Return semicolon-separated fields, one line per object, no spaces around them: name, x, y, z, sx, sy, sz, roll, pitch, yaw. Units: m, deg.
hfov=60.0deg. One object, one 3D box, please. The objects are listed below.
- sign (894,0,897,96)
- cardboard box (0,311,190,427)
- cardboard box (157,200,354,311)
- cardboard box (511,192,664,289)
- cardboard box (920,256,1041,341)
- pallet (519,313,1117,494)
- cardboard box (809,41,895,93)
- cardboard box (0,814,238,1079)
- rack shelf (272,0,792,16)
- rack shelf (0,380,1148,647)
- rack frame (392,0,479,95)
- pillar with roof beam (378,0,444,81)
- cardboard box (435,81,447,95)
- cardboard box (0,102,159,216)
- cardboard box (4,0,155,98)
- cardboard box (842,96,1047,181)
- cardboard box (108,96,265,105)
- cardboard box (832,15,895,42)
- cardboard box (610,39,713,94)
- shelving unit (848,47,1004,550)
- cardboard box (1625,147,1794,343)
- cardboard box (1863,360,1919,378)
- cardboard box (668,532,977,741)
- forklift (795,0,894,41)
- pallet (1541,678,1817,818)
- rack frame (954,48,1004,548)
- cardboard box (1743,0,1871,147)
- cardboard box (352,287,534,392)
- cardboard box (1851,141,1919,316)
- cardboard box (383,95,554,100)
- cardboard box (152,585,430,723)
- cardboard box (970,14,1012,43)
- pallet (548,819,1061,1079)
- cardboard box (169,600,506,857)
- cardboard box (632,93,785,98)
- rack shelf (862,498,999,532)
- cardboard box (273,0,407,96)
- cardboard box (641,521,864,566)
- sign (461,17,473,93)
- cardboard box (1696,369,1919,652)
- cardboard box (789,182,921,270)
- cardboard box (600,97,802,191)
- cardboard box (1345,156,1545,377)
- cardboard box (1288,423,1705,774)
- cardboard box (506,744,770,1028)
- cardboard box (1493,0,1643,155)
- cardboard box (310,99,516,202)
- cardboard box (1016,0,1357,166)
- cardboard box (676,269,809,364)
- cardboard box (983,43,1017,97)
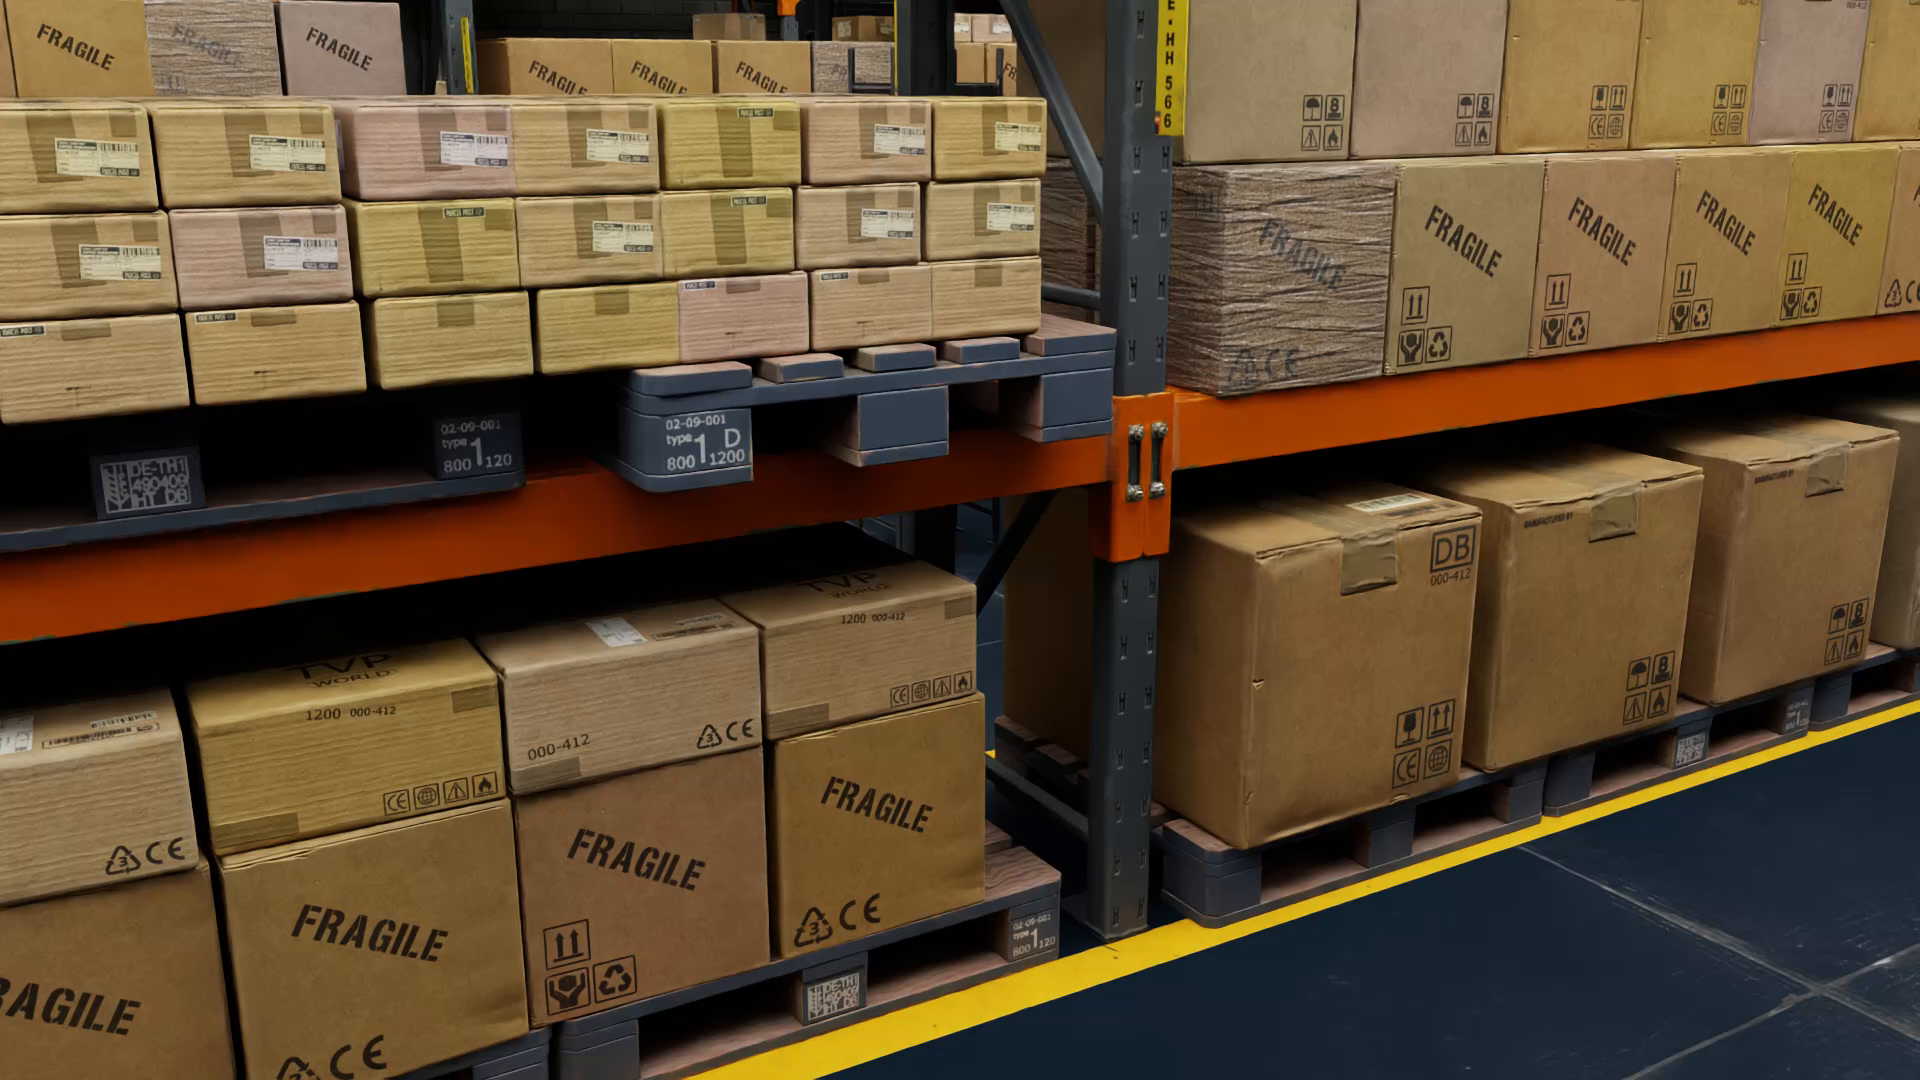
sign;-0.143;-1.289;4.304;0.005;0.325;0.100;-9;18;-30
cardboard box;-1.375;-0.294;2.588;0.250;0.149;0.380;-10;19;-32
cardboard box;-1.148;-0.474;2.679;0.250;0.149;0.380;-9;18;-28
cardboard box;-0.710;-0.544;2.930;0.250;0.149;0.380;-9;18;-30
cardboard box;-0.041;-0.509;3.357;0.250;0.149;0.380;-9;18;-29
pallet;-0.411;-0.387;3.589;1.003;0.211;1.213;-9;18;-30
cardboard box;-0.658;-2.354;8.736;0.500;0.500;0.500;-10;19;-32
cardboard box;-1.619;0.763;2.983;0.500;0.500;0.500;-9;18;-29
rack shelf;-3.336;-4.258;12.819;4.000;0.370;1.077;-9;18;-30
rack shelf;-1.569;0.021;3.109;4.000;0.370;1.077;-9;18;-30
rack frame;-2.490;-1.734;8.040;0.127;3.000;1.000;-9;18;-30
pillar with roof beam;-2.180;-5.165;9.162;0.400;9.000;9.100;-9;18;-30
cardboard box;-3.972;-3.337;12.371;0.250;0.149;0.380;-9;18;-29
cardboard box;-1.372;-0.581;2.512;0.250;0.149;0.380;-9;18;-28
cardboard box;-3.664;-1.991;6.917;0.500;0.500;0.500;-9;18;-30
cardboard box;-0.039;-0.797;3.280;0.250;0.149;0.380;-10;19;-32
cardboard box;-1.476;-0.768;3.179;0.250;0.149;0.380;-9;18;-28
cardboard box;-0.525;-2.838;9.260;0.250;0.149;0.380;-8;18;-27
cardboard box;-1.543;-2.211;8.226;0.500;0.500;0.500;-8;18;-27
shelving unit;-0.142;-0.988;7.044;0.503;2.100;0.431;-9;18;-30
cardboard box;1.964;-0.861;4.740;0.500;0.500;0.500;-9;18;-30
cardboard box;4.149;-0.410;6.472;0.875;0.875;0.875;-9;18;-29
cardboard box;-0.306;0.193;3.628;0.500;0.250;0.500;-10;18;-31
forklift;-0.651;-2.930;12.431;1.130;2.935;3.031;-2;16;-6
pallet;1.905;0.479;5.310;1.213;0.211;1.003;-9;18;-30
rack frame;0.067;-1.022;7.165;0.015;2.100;0.400;-9;18;-30
cardboard box;2.278;-1.476;5.081;0.500;0.500;0.700;-9;18;-29
cardboard box;-0.920;-0.368;2.852;0.250;0.149;0.380;-10;19;-32
cardboard box;2.831;-1.003;5.244;0.500;0.500;0.500;-9;18;-30
cardboard box;-1.019;-0.844;3.447;0.250;0.149;0.380;-10;19;-32
cardboard box;-1.436;0.213;3.555;0.500;0.250;0.500;-9;18;-29
cardboard box;0.075;-2.781;9.057;0.250;0.149;0.380;-10;18;-31
pallet;-0.525;0.848;3.994;1.213;0.211;1.003;-9;18;-30
cardboard box;-1.177;0.333;3.130;0.500;0.250;0.500;-9;18;-28
cardboard box;-0.579;-0.913;3.696;0.250;0.149;0.380;-10;18;-31
rack shelf;-0.142;-0.301;7.237;0.480;0.518;0.431;-9;18;-30
cardboard box;-2.799;-2.132;7.419;0.500;0.500;0.500;-10;18;-31
cardboard box;-0.570;0.077;4.042;0.500;0.250;0.500;-10;19;-32
sign;-2.202;-2.164;7.427;0.005;0.325;0.100;-9;18;-30
cardboard box;3.088;-0.171;5.853;0.750;0.750;1.050;-9;18;-30
cardboard box;-0.271;-0.616;3.187;0.250;0.149;0.380;-8;18;-28
cardboard box;-0.480;-0.726;3.027;0.250;0.149;0.380;-9;18;-28
cardboard box;1.104;-0.723;4.245;0.500;0.500;0.500;-9;18;-30
cardboard box;1.461;0.092;4.915;0.750;0.750;1.050;-9;18;-29
cardboard box;-0.731;0.622;3.488;0.500;0.500;0.500;-8;18;-27
cardboard box;1.407;-1.335;4.578;0.500;0.500;0.700;-10;18;-31
cardboard box;-0.916;-0.656;2.777;0.250;0.149;0.380;-9;18;-30
cardboard box;0.535;-1.193;4.070;0.500;0.500;0.700;-9;18;-30
cardboard box;-0.475;-0.440;3.108;0.250;0.149;0.380;-9;18;-29
cardboard box;0.236;-2.497;9.247;0.500;0.500;0.500;-9;18;-29
